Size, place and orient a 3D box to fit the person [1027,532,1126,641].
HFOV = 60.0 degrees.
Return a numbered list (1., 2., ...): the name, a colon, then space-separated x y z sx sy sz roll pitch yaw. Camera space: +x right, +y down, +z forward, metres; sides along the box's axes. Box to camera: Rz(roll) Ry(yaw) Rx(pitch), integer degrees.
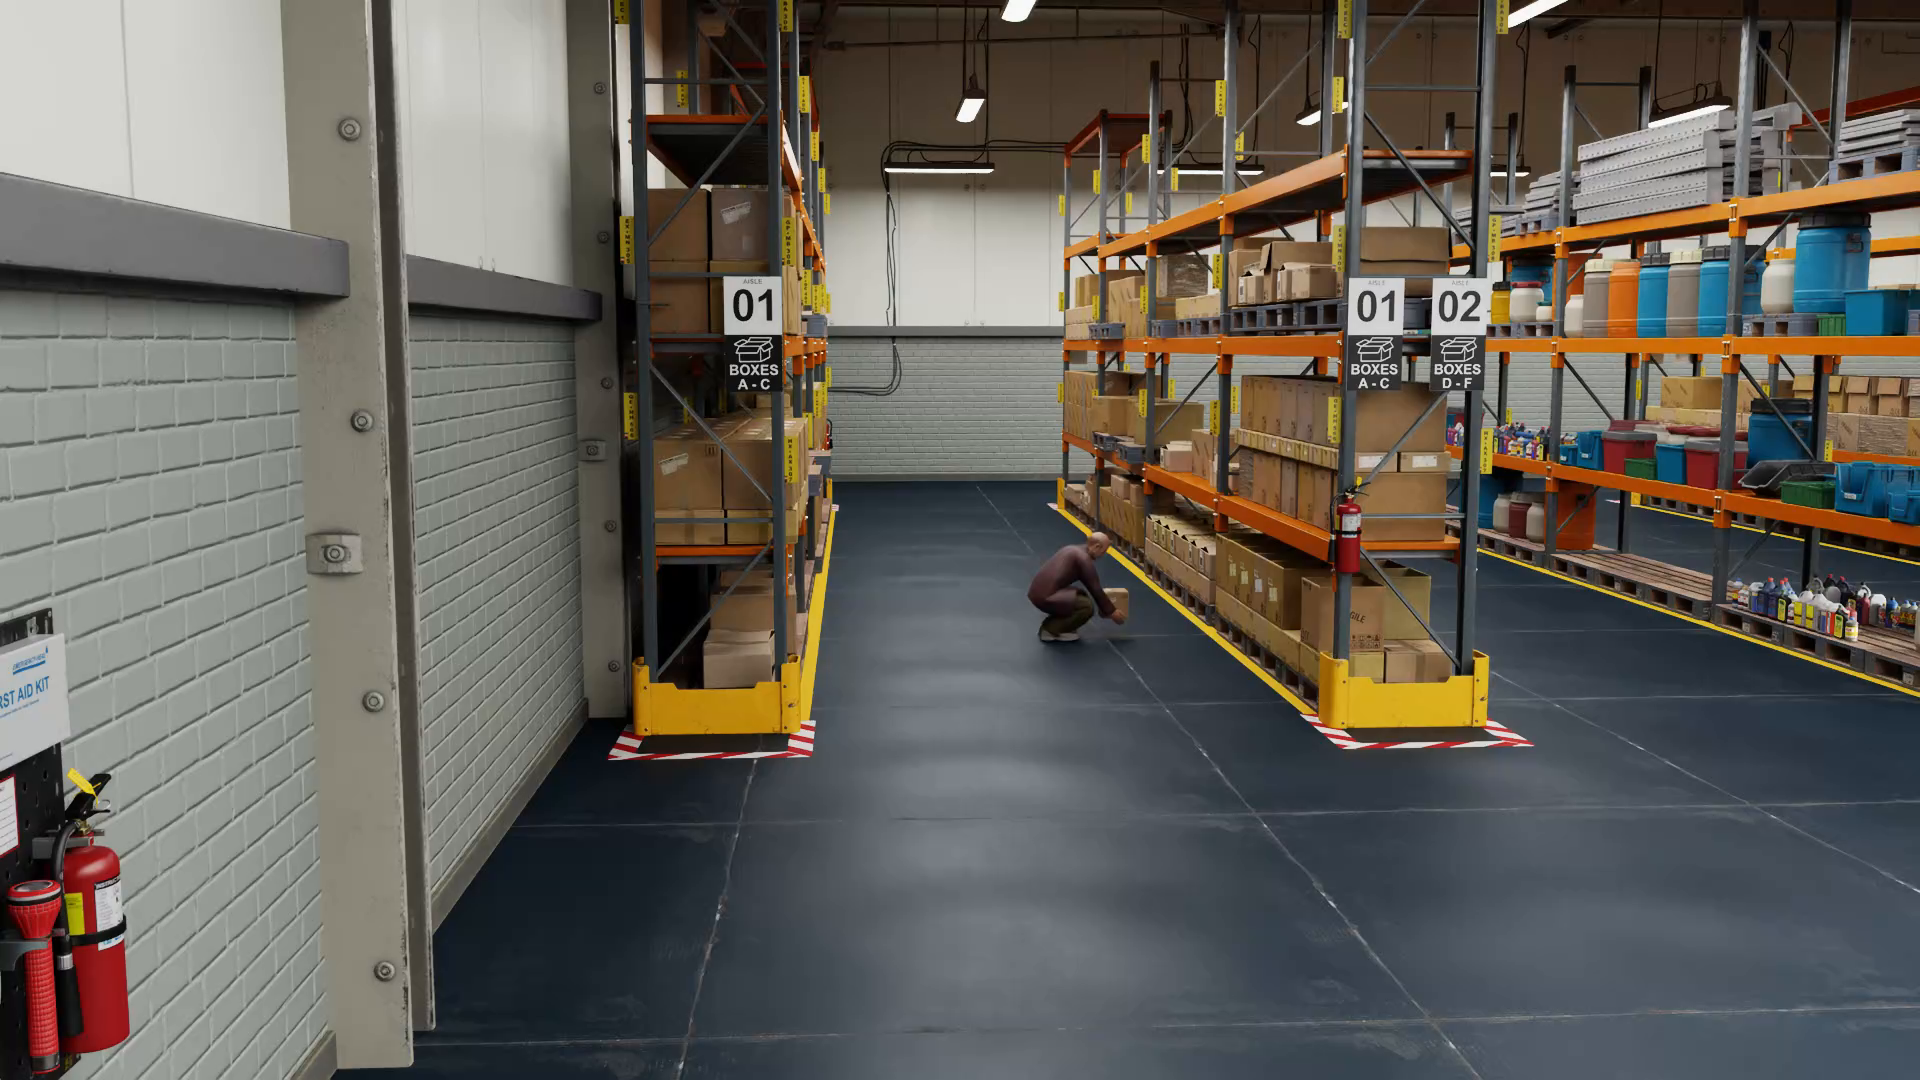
1. person: 1.079 0.428 15.528 0.905 0.996 0.599 0 7 -4
